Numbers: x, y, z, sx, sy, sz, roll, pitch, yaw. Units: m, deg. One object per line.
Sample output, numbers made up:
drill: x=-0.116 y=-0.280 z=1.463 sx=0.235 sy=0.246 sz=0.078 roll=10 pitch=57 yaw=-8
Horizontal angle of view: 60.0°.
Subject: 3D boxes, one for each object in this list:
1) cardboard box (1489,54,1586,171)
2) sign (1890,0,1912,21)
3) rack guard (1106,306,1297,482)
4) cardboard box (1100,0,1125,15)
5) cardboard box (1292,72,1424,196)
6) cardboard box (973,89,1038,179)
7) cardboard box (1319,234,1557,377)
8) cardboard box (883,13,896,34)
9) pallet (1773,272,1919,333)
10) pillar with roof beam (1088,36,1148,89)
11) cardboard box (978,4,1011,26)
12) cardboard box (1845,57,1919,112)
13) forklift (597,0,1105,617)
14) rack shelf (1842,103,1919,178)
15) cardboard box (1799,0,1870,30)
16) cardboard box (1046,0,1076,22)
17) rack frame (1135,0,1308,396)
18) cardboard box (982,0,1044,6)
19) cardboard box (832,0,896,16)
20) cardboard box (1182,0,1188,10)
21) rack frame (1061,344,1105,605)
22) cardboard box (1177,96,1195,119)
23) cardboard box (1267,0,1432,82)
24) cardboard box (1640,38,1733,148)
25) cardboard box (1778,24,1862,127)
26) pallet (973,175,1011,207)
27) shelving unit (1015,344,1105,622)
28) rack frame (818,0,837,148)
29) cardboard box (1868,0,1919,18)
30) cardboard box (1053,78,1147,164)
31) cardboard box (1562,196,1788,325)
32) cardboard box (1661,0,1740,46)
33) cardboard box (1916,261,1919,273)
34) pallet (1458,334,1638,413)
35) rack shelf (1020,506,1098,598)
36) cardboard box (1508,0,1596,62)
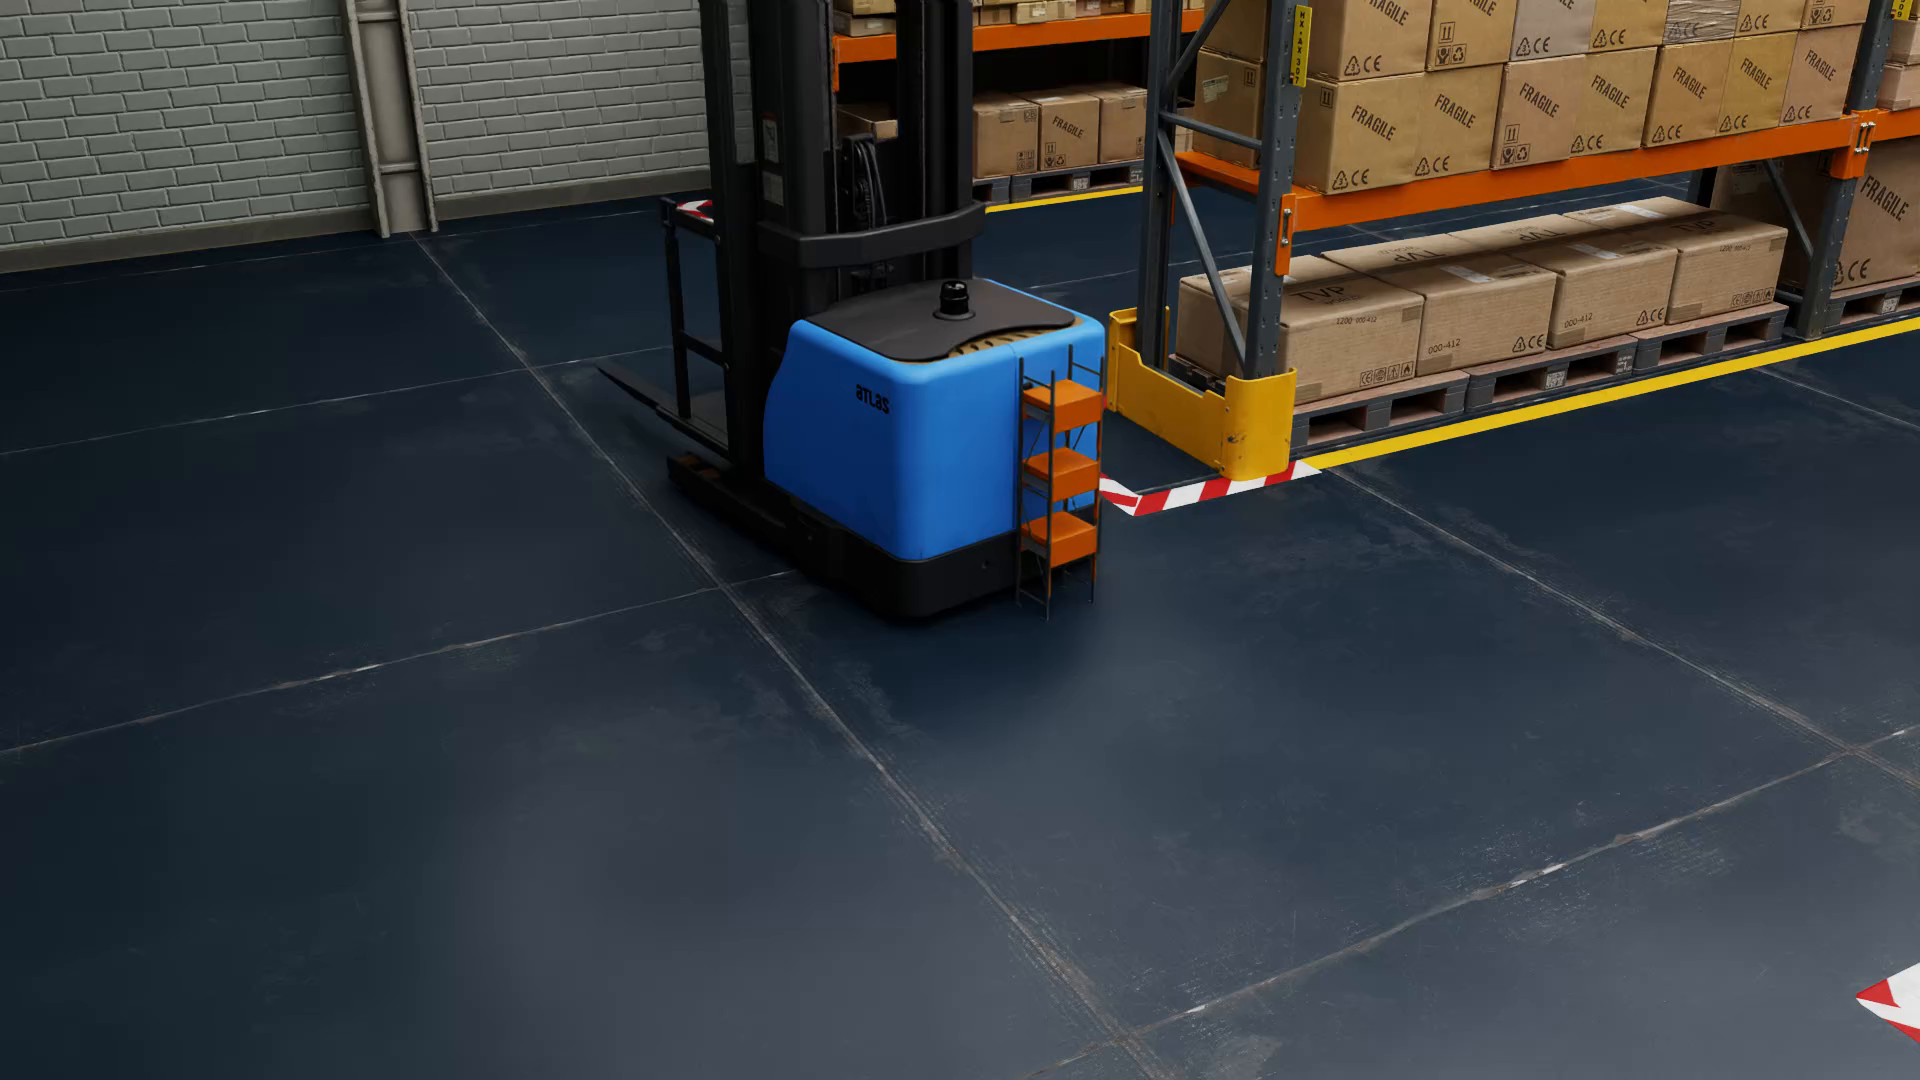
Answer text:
cardboard box: x=2.638 y=-2.124 z=8.092 sx=0.500 sy=0.500 sz=0.500 roll=-13 pitch=29 yaw=-25
sign: x=4.981 y=-2.909 z=8.752 sx=0.005 sy=0.325 sz=0.100 roll=-13 pitch=29 yaw=-25
rack guard: x=1.167 y=-0.748 z=8.231 sx=0.348 sy=0.500 sz=1.175 roll=-13 pitch=29 yaw=-25
cardboard box: x=1.042 y=-4.076 z=12.564 sx=0.250 sy=0.149 sz=0.380 roll=-13 pitch=28 yaw=-24
cardboard box: x=1.747 y=-1.913 z=7.654 sx=0.500 sy=0.500 sz=0.500 roll=-13 pitch=29 yaw=-25
cardboard box: x=0.206 y=-3.085 z=12.613 sx=0.500 sy=0.500 sz=0.700 roll=-12 pitch=28 yaw=-23
cardboard box: x=2.527 y=-1.277 z=8.918 sx=0.875 sy=0.438 sz=0.875 roll=-12 pitch=28 yaw=-24
cardboard box: x=-0.529 y=-3.693 z=11.767 sx=0.250 sy=0.149 sz=0.380 roll=-12 pitch=28 yaw=-24
pallet: x=5.363 y=-1.624 z=10.388 sx=1.213 sy=0.211 sz=1.003 roll=-13 pitch=29 yaw=-25
pillar with roof beam: x=3.366 y=-5.852 z=9.042 sx=0.400 sy=9.000 sz=9.100 roll=-13 pitch=29 yaw=-25
cardboard box: x=0.170 y=-3.844 z=12.082 sx=0.250 sy=0.149 sz=0.380 roll=-13 pitch=28 yaw=-24
cardboard box: x=5.230 y=-2.616 z=9.406 sx=0.500 sy=0.250 sz=0.500 roll=-14 pitch=29 yaw=-26
forklift: x=-0.701 y=-1.596 z=7.188 sx=1.130 sy=2.935 sz=3.031 roll=-18 pitch=31 yaw=-33
rack shelf: x=6.483 y=-2.778 z=10.401 sx=4.000 sy=0.370 sz=1.077 roll=-13 pitch=29 yaw=-25
cardboard box: x=4.432 y=-2.989 z=8.739 sx=0.500 sy=0.500 sz=0.500 roll=-13 pitch=29 yaw=-26
cardboard box: x=0.652 y=-3.929 z=12.257 sx=0.250 sy=0.149 sz=0.380 roll=-12 pitch=28 yaw=-24
rack frame: x=1.189 y=-1.880 z=7.700 sx=0.127 sy=3.000 sz=1.000 roll=-13 pitch=29 yaw=-25
cardboard box: x=0.267 y=-4.038 z=12.025 sx=0.500 sy=0.250 sz=0.500 roll=-14 pitch=29 yaw=-26
cardboard box: x=-0.623 y=-3.831 z=11.593 sx=0.500 sy=0.250 sz=0.500 roll=-13 pitch=28 yaw=-25
cardboard box: x=1.535 y=-4.148 z=12.715 sx=0.250 sy=0.149 sz=0.380 roll=-12 pitch=28 yaw=-24
rack frame: x=0.481 y=-0.247 z=6.550 sx=0.008 sy=1.050 sz=0.200 roll=-18 pitch=31 yaw=-33
cardboard box: x=1.685 y=-3.523 z=13.742 sx=0.500 sy=0.311 sz=0.500 roll=-12 pitch=28 yaw=-23
cardboard box: x=1.746 y=-2.365 z=7.439 sx=0.500 sy=0.500 sz=0.500 roll=-14 pitch=29 yaw=-26
cardboard box: x=3.541 y=-2.333 z=8.528 sx=0.500 sy=0.500 sz=0.500 roll=-13 pitch=29 yaw=-26
cardboard box: x=4.429 y=-2.548 z=8.975 sx=0.500 sy=0.500 sz=0.500 roll=-13 pitch=28 yaw=-25
pallet: x=-0.380 y=-2.696 z=12.622 sx=1.213 sy=0.211 sz=1.003 roll=-13 pitch=29 yaw=-25
shelving unit: x=0.384 y=-0.214 z=6.483 sx=0.252 sy=1.050 sz=0.215 roll=-18 pitch=31 yaw=-33
rack frame: x=-1.150 y=-3.775 z=11.647 sx=0.127 sy=3.000 sz=1.000 roll=-13 pitch=29 yaw=-25
cardboard box: x=5.242 y=-3.170 z=9.117 sx=0.500 sy=0.500 sz=0.500 roll=-13 pitch=28 yaw=-25
cardboard box: x=1.122 y=-3.296 z=13.053 sx=0.500 sy=0.500 sz=0.700 roll=-14 pitch=29 yaw=-27
cardboard box: x=4.114 y=-1.642 z=9.680 sx=0.875 sy=0.438 sz=0.875 roll=-13 pitch=29 yaw=-26
cardboard box: x=3.535 y=-2.781 z=8.307 sx=0.500 sy=0.500 sz=0.500 roll=-13 pitch=28 yaw=-24
cardboard box: x=6.021 y=-2.270 z=10.482 sx=0.875 sy=0.875 sz=0.875 roll=-12 pitch=28 yaw=-24
pallet: x=2.932 y=-1.062 z=9.219 sx=1.213 sy=0.211 sz=1.003 roll=-13 pitch=29 yaw=-25
rack shelf: x=0.384 y=0.045 z=6.608 sx=0.240 sy=0.259 sz=0.215 roll=-18 pitch=31 yaw=-33
cardboard box: x=2.649 y=-2.581 z=7.888 sx=0.500 sy=0.500 sz=0.500 roll=-13 pitch=29 yaw=-25
